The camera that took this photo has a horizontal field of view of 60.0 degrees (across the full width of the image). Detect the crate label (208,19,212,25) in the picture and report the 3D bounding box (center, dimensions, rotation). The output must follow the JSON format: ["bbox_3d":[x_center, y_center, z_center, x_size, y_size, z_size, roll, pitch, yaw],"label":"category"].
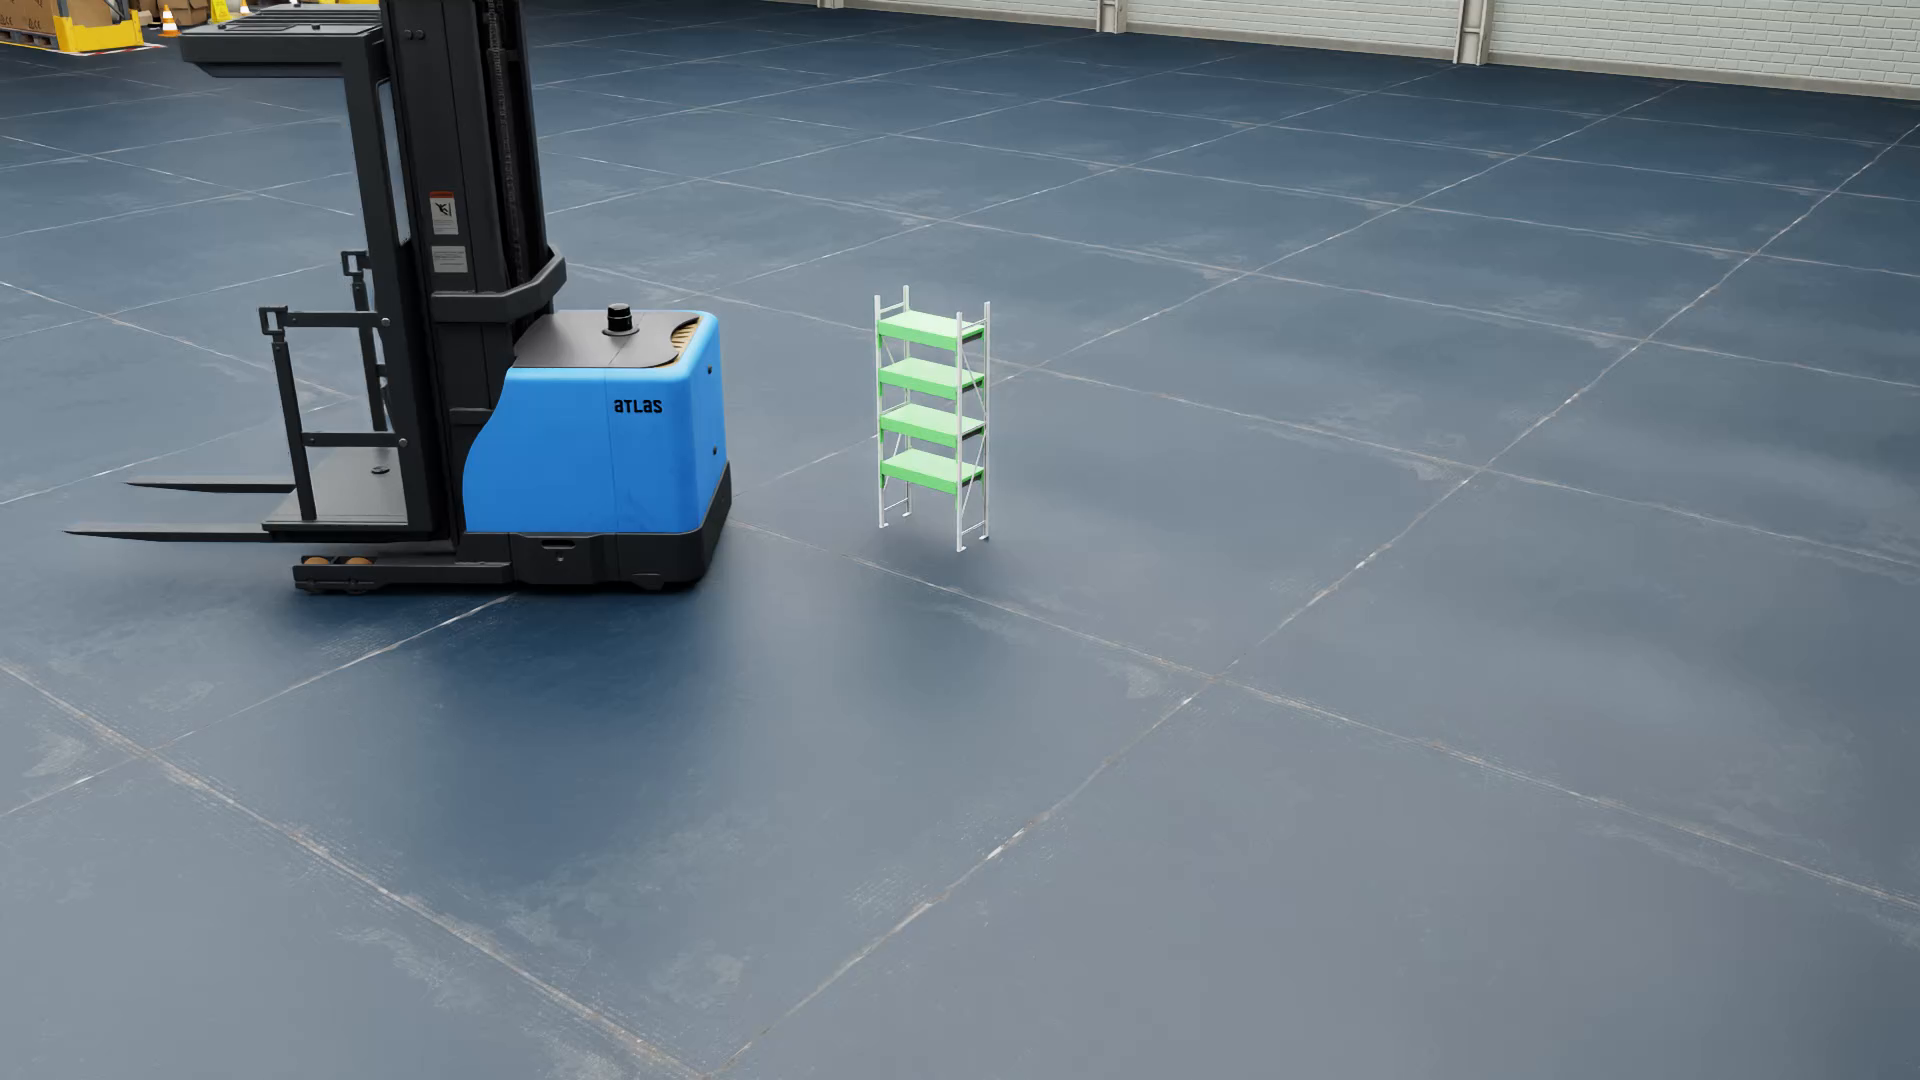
[{"bbox_3d":[-12.282,-8.558,27.503,0.298,0.136,0.250,3,24,6],"label":"crate label"}]

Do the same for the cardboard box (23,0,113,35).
[{"bbox_3d":[-13.575,-8.191,25.235,0.875,0.875,0.875,17,29,34],"label":"cardboard box"}]

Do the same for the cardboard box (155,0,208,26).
[{"bbox_3d":[-13.029,-8.916,27.861,0.637,0.503,0.797,-1,24,-3],"label":"cardboard box"}]

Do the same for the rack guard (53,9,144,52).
[{"bbox_3d":[-12.973,-7.679,25.058,0.348,0.500,1.175,17,29,33],"label":"rack guard"}]

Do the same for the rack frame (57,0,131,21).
[{"bbox_3d":[-12.993,-8.829,24.567,0.127,3.000,1.000,17,29,33],"label":"rack frame"}]

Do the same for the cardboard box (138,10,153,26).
[{"bbox_3d":[-13.713,-8.723,27.719,0.396,0.266,0.258,-21,31,-39],"label":"cardboard box"}]

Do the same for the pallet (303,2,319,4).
[{"bbox_3d":[-10.794,-9.400,29.323,1.213,0.211,1.003,17,29,33],"label":"pallet"}]

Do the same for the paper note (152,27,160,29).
[{"bbox_3d":[-13.196,-8.386,27.247,0.144,0.017,0.142,-15,28,-30],"label":"paper note"}]

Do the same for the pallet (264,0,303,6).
[{"bbox_3d":[-11.766,-9.695,29.993,1.213,0.211,1.003,17,29,33],"label":"pallet"}]

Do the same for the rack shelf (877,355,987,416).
[{"bbox_3d":[-0.132,-0.750,8.028,0.480,0.148,0.258,17,29,33],"label":"rack shelf"}]

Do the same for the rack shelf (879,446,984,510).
[{"bbox_3d":[-0.132,-0.311,8.221,0.480,0.148,0.258,17,29,33],"label":"rack shelf"}]

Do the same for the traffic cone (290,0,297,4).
[{"bbox_3d":[-11.222,-8.977,28.050,0.334,0.463,0.336,17,29,33],"label":"traffic cone"}]

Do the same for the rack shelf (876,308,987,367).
[{"bbox_3d":[-0.132,-0.970,7.931,0.480,0.148,0.258,17,29,33],"label":"rack shelf"}]

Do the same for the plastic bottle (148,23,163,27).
[{"bbox_3d":[-13.344,-8.528,27.530,0.283,0.061,0.133,7,25,15],"label":"plastic bottle"}]

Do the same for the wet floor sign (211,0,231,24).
[{"bbox_3d":[-11.782,-8.383,26.476,0.232,0.644,0.267,12,26,24],"label":"wet floor sign"}]

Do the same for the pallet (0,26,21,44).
[{"bbox_3d":[-14.651,-8.016,26.181,1.213,0.211,1.003,17,29,33],"label":"pallet"}]

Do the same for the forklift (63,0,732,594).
[{"bbox_3d":[-2.688,-1.303,7.573,3.031,2.935,1.130,0,24,1],"label":"forklift"}]

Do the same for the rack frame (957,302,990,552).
[{"bbox_3d":[0.063,-0.530,7.965,0.015,1.200,0.240,17,29,33],"label":"rack frame"}]

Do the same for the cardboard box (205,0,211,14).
[{"bbox_3d":[-13.264,-9.577,29.362,0.500,0.500,0.500,-5,24,-12],"label":"cardboard box"}]

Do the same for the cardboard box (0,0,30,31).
[{"bbox_3d":[-14.280,-8.403,25.716,0.875,0.875,0.875,16,29,32],"label":"cardboard box"}]

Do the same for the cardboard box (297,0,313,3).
[{"bbox_3d":[-11.323,-9.620,29.254,0.500,0.250,0.500,17,29,33],"label":"cardboard box"}]

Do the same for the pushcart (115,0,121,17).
[{"bbox_3d":[-14.633,-9.470,29.274,0.936,0.377,1.648,7,25,15],"label":"pushcart"}]

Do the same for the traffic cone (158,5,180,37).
[{"bbox_3d":[-12.566,-8.254,26.410,0.334,0.463,0.336,17,29,33],"label":"traffic cone"}]

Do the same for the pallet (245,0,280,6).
[{"bbox_3d":[-12.747,-9.990,30.662,1.213,0.211,1.003,17,29,33],"label":"pallet"}]

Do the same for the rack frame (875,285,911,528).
[{"bbox_3d":[-0.328,-0.648,8.233,0.015,1.200,0.240,17,29,33],"label":"rack frame"}]

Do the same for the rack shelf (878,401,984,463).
[{"bbox_3d":[-0.132,-0.531,8.125,0.480,0.148,0.258,17,29,33],"label":"rack shelf"}]

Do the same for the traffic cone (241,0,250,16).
[{"bbox_3d":[-11.616,-8.537,27.051,0.334,0.463,0.336,17,29,33],"label":"traffic cone"}]

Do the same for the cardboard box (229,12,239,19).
[{"bbox_3d":[-12.364,-8.811,28.062,0.380,0.149,0.250,-10,26,-21],"label":"cardboard box"}]

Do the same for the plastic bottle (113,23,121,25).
[{"bbox_3d":[-13.899,-8.475,27.409,0.133,0.061,0.283,7,25,15],"label":"plastic bottle"}]

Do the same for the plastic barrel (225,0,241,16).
[{"bbox_3d":[-12.665,-9.282,28.792,0.512,0.421,0.421,-5,24,-12],"label":"plastic barrel"}]

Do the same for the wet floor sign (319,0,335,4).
[{"bbox_3d":[-10.594,-8.982,27.834,0.267,0.644,0.232,-15,28,-30],"label":"wet floor sign"}]

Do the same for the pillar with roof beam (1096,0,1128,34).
[{"bbox_3d":[-0.127,-10.966,21.978,0.400,9.000,9.100,17,29,33],"label":"pillar with roof beam"}]

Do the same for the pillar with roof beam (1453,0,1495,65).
[{"bbox_3d":[4.674,-9.515,18.685,0.400,9.000,9.100,17,29,33],"label":"pillar with roof beam"}]

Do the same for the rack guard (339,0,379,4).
[{"bbox_3d":[-10.166,-9.325,28.793,0.348,0.500,1.175,17,29,33],"label":"rack guard"}]

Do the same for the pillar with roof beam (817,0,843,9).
[{"bbox_3d":[-4.928,-12.417,25.271,0.400,9.000,9.100,17,29,33],"label":"pillar with roof beam"}]

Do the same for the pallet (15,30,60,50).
[{"bbox_3d":[-13.679,-7.721,25.511,1.213,0.211,1.003,17,29,33],"label":"pallet"}]

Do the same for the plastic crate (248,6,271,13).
[{"bbox_3d":[-12.541,-9.437,29.569,0.583,0.080,0.402,7,25,15],"label":"plastic crate"}]

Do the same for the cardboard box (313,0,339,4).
[{"bbox_3d":[-10.932,-9.498,28.977,0.500,0.250,0.500,17,29,33],"label":"cardboard box"}]

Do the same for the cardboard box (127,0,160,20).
[{"bbox_3d":[-13.782,-9.201,28.341,0.503,0.637,0.797,17,29,33],"label":"cardboard box"}]

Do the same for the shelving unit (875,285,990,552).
[{"bbox_3d":[-0.132,-0.589,8.099,0.503,1.200,0.258,17,29,33],"label":"shelving unit"}]

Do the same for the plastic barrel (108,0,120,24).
[{"bbox_3d":[-14.366,-8.838,27.783,0.512,0.421,0.421,-5,24,-12],"label":"plastic barrel"}]
